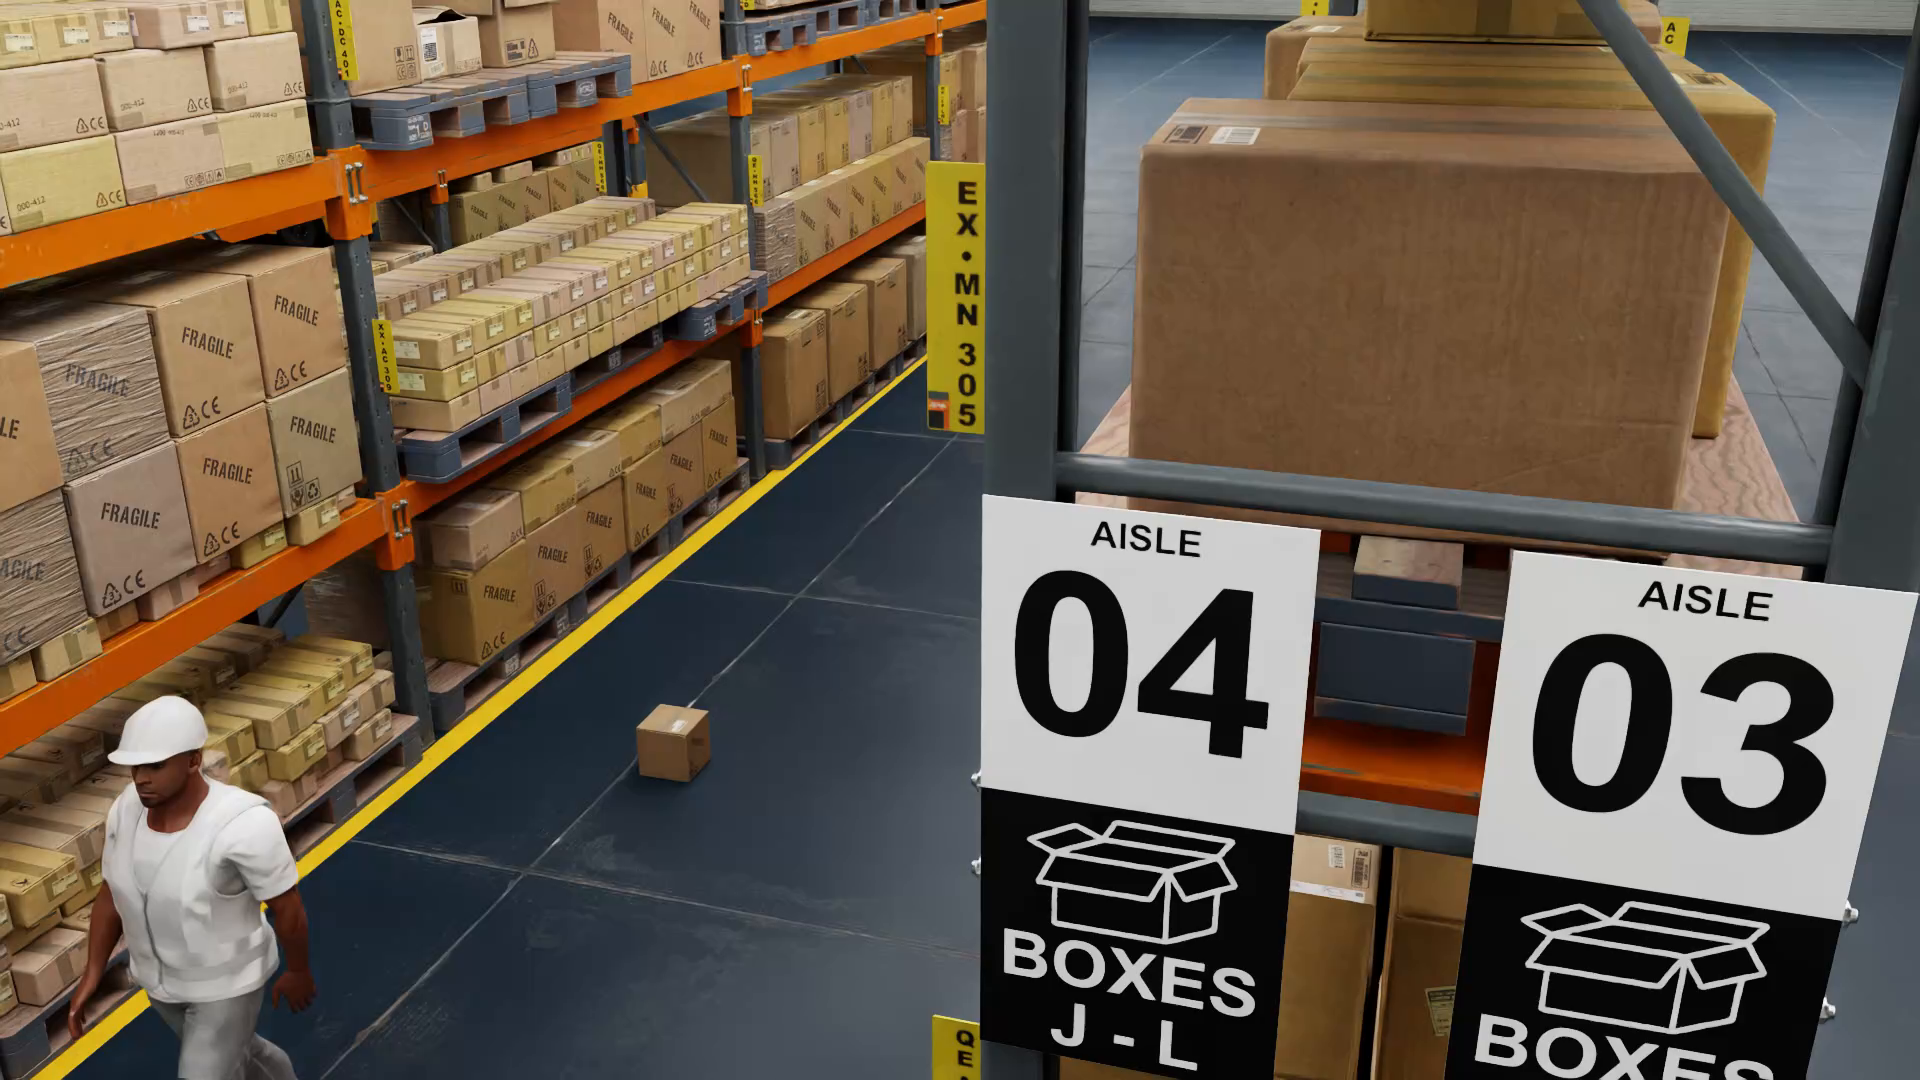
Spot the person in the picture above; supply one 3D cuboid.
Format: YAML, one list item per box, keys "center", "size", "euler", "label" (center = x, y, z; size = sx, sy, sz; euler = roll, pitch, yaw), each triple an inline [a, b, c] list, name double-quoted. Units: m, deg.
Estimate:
- center: [-2.248, 1.302, 4.789]
  size: [0.583, 1.767, 0.849]
  euler: [9, 23, 21]
  label: "person"
